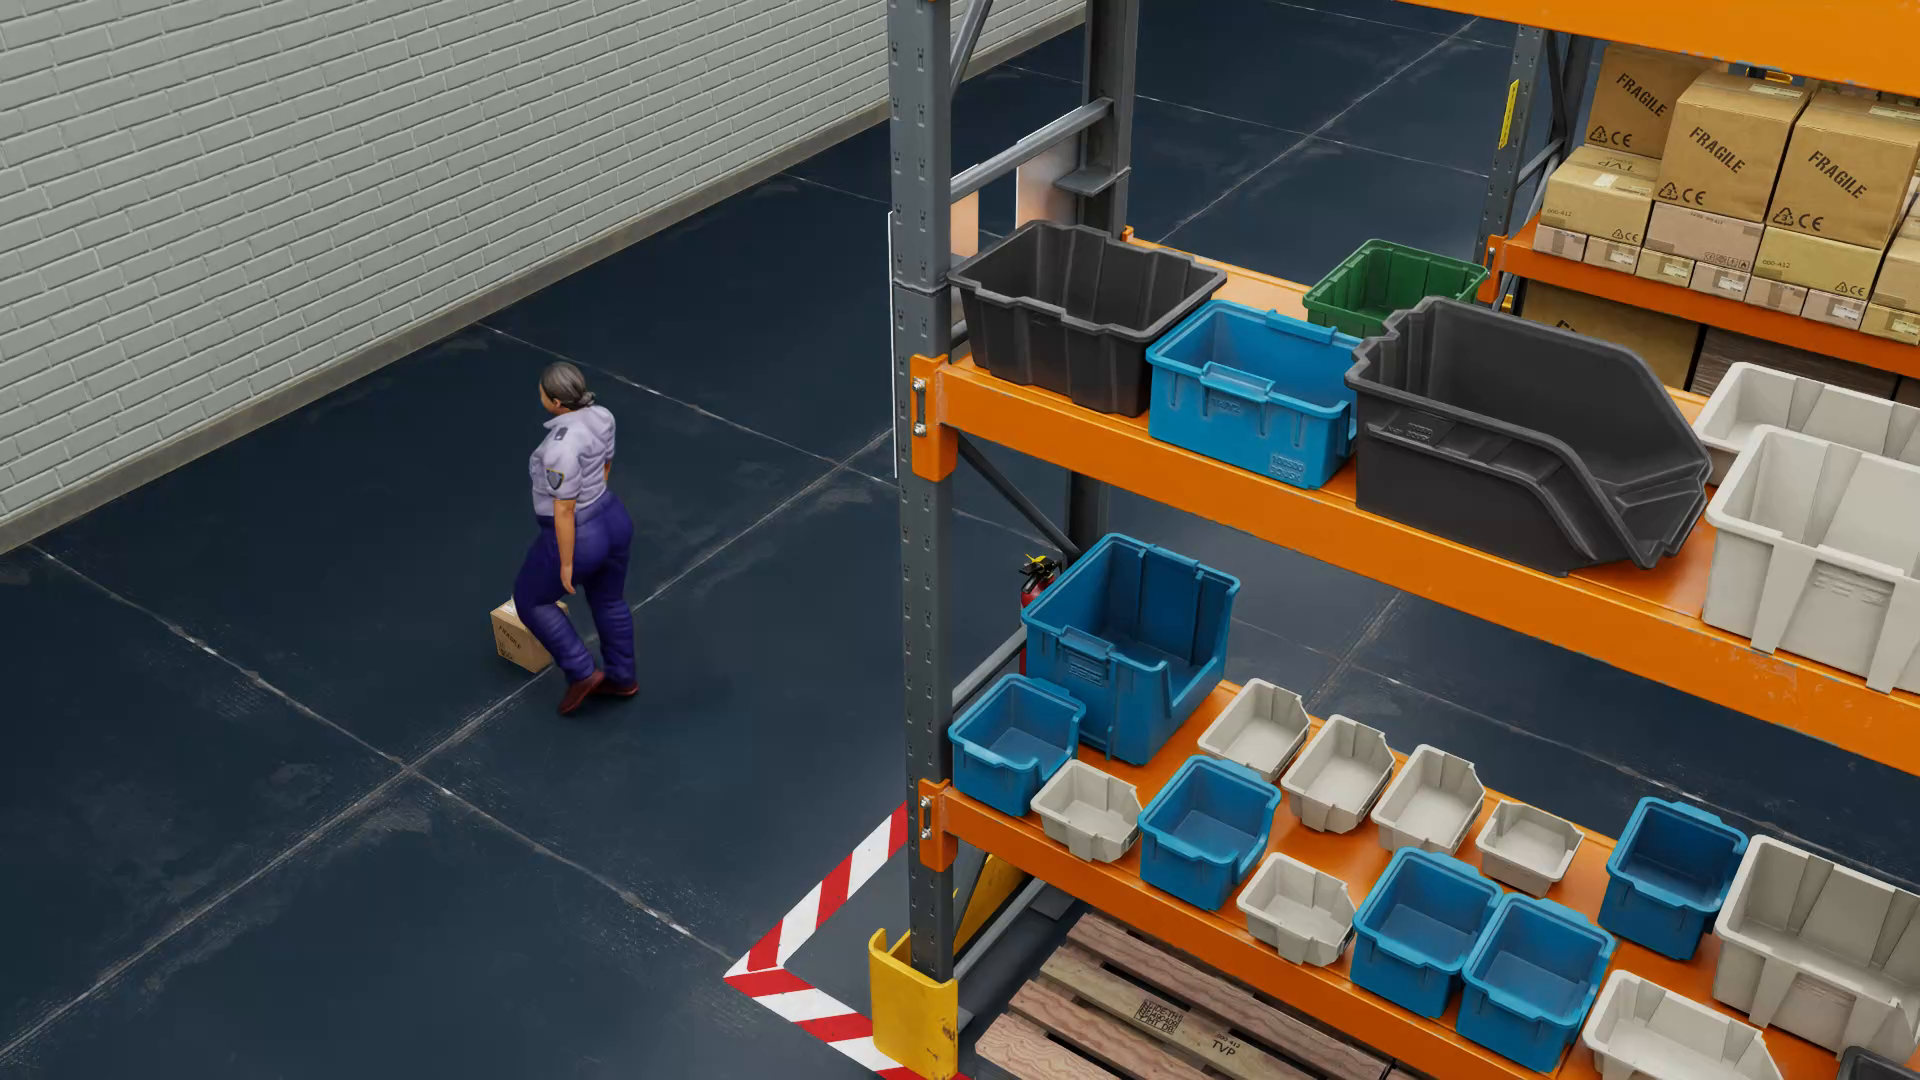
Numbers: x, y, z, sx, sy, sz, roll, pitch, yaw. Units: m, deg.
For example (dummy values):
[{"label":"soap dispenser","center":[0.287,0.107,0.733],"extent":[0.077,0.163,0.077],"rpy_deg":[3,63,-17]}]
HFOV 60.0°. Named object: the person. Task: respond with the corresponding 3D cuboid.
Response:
[{"label":"person","center":[-1.666,-0.020,7.162],"extent":[0.460,1.652,0.551],"rpy_deg":[13,37,18]}]
